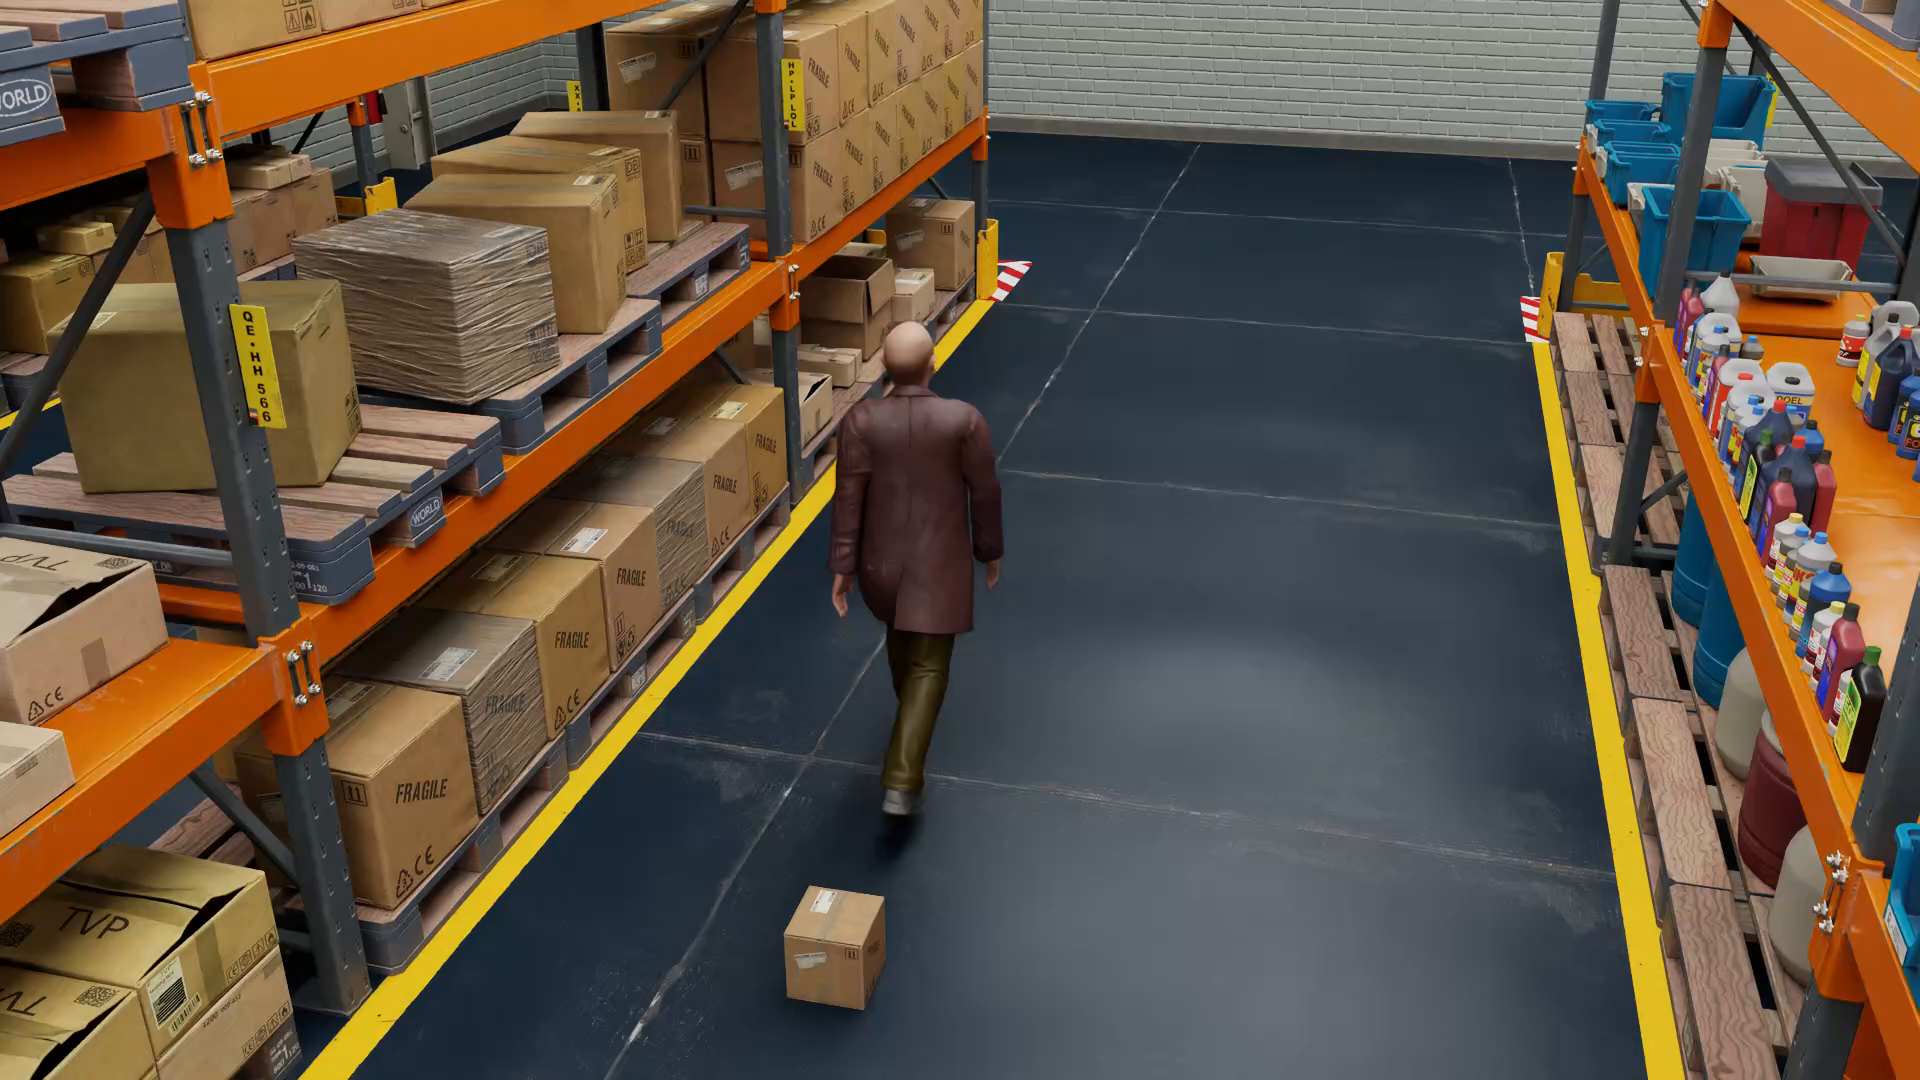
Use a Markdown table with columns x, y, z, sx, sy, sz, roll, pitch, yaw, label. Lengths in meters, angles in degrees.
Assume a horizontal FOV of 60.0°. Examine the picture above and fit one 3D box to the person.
| x | y | z | sx | sy | sz | roll | pitch | yaw | label |
| --- | --- | --- | --- | --- | --- | --- | --- | --- | --- |
| -0.161 | 0.079 | 5.970 | 0.607 | 1.734 | 1.126 | 5 | 25 | 10 | person |
